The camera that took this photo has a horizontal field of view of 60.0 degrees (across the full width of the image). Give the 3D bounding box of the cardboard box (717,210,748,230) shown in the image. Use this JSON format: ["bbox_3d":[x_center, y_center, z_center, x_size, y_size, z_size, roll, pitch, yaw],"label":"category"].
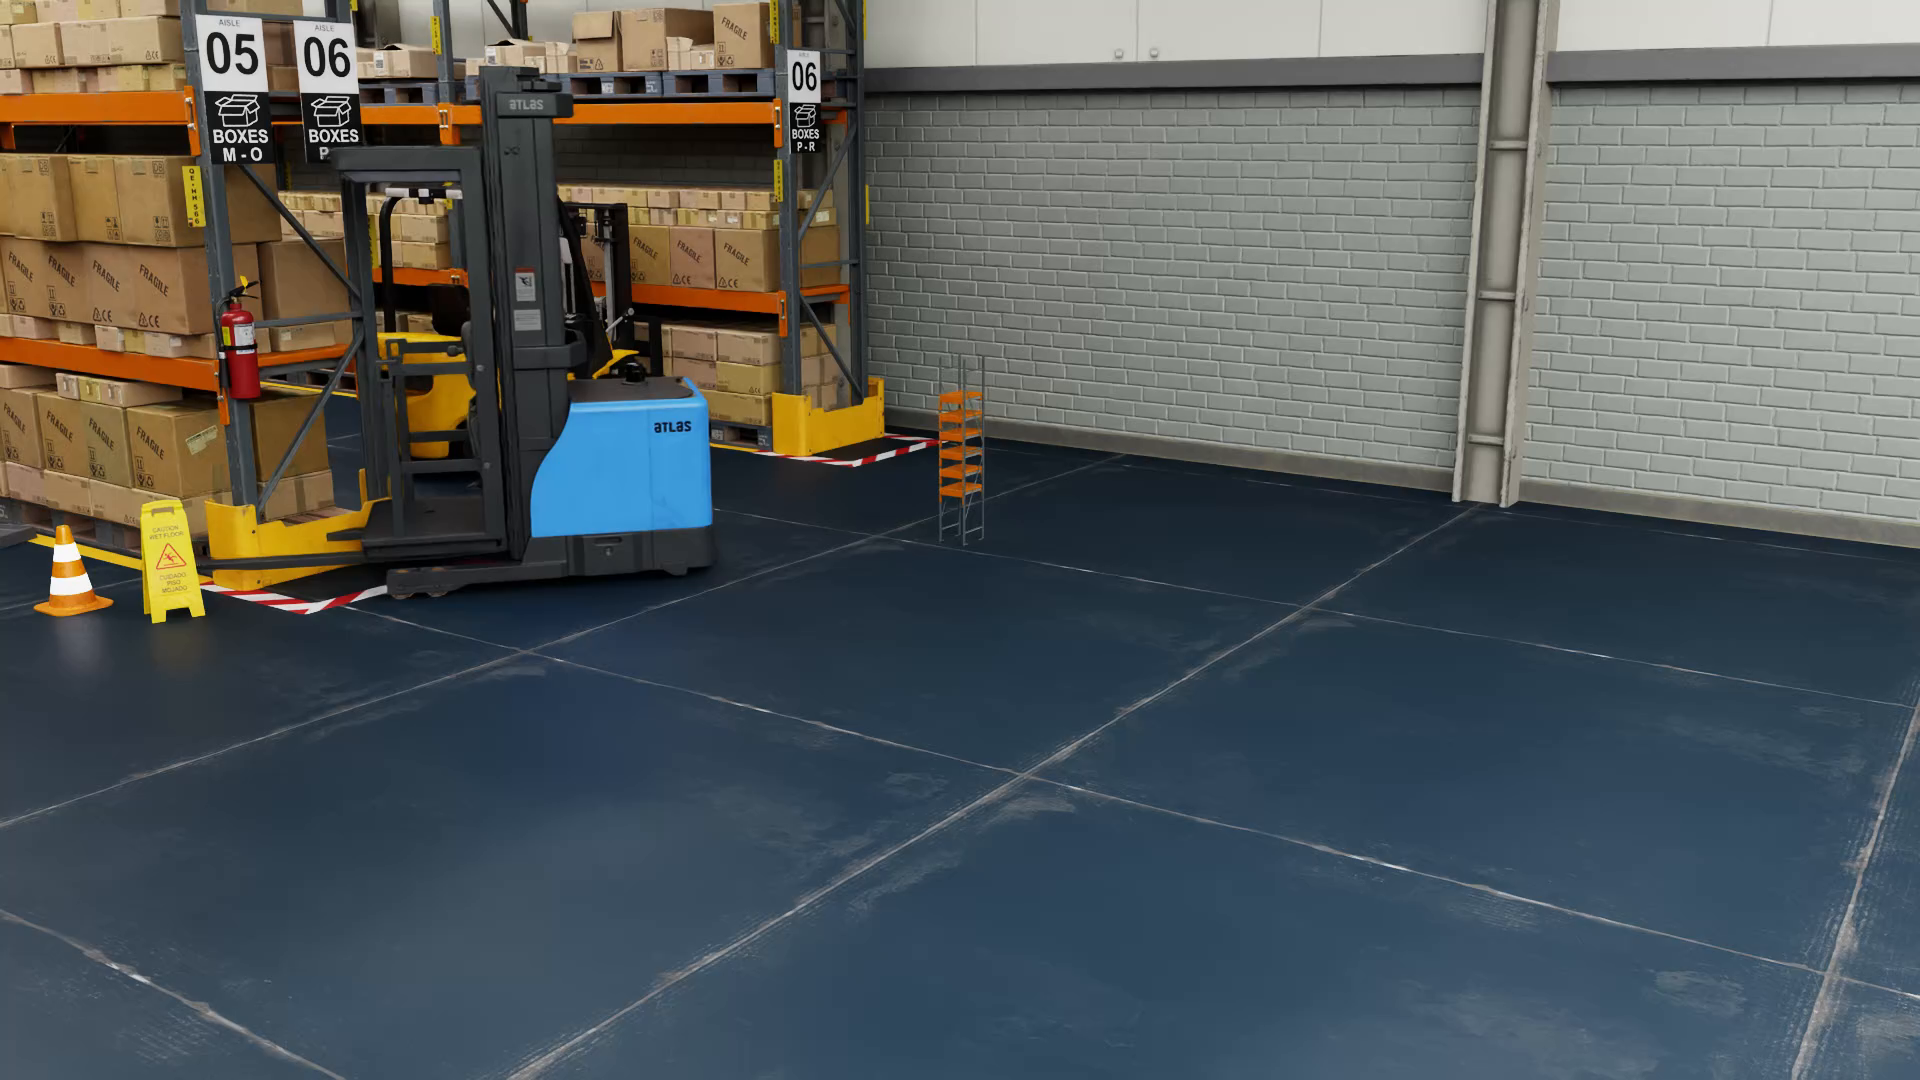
[{"bbox_3d":[-1.793,-2.656,13.751,0.250,0.149,0.380,9,17,34],"label":"cardboard box"}]

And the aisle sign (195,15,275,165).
[{"bbox_3d":[-3.998,-2.479,9.184,0.004,0.787,0.394,9,17,33],"label":"aisle sign"}]

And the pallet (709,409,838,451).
[{"bbox_3d":[-1.778,-1.014,14.479,1.213,0.211,1.003,9,17,33],"label":"pallet"}]

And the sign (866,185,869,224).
[{"bbox_3d":[-0.805,-2.842,14.094,0.005,0.325,0.100,9,17,33],"label":"sign"}]

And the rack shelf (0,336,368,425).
[{"bbox_3d":[-5.547,-1.202,10.934,4.000,0.370,1.077,9,17,33],"label":"rack shelf"}]

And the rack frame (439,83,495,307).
[{"bbox_3d":[-4.439,-2.810,15.931,0.127,3.000,1.000,9,17,33],"label":"rack frame"}]

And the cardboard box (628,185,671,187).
[{"bbox_3d":[-2.768,-3.117,14.993,0.250,0.149,0.380,10,17,34],"label":"cardboard box"}]

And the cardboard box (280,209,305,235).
[{"bbox_3d":[-6.688,-3.267,17.048,0.500,0.250,0.500,9,16,31],"label":"cardboard box"}]

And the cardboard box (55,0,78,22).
[{"bbox_3d":[-5.128,-3.142,9.894,0.250,0.149,0.380,9,17,33],"label":"cardboard box"}]

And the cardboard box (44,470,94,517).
[{"bbox_3d":[-5.571,-0.347,10.831,0.500,0.250,0.500,8,16,31],"label":"cardboard box"}]

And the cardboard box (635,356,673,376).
[{"bbox_3d":[-2.549,-1.522,14.539,0.500,0.250,0.500,9,16,32],"label":"cardboard box"}]

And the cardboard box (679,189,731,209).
[{"bbox_3d":[-2.154,-2.892,14.086,0.250,0.149,0.380,9,17,33],"label":"cardboard box"}]

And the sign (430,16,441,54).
[{"bbox_3d":[-4.734,-4.560,15.028,0.005,0.325,0.100,9,17,33],"label":"sign"}]

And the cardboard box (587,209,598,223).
[{"bbox_3d":[-3.050,-2.867,14.603,0.250,0.149,0.380,9,16,32],"label":"cardboard box"}]

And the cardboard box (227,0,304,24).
[{"bbox_3d":[-4.068,-3.093,9.694,0.250,0.149,0.380,9,17,32],"label":"cardboard box"}]

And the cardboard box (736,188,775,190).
[{"bbox_3d":[-1.705,-2.943,14.293,0.250,0.149,0.380,10,17,34],"label":"cardboard box"}]

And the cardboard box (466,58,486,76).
[{"bbox_3d":[-4.236,-4.275,15.050,0.250,0.149,0.380,10,17,34],"label":"cardboard box"}]

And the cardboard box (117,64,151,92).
[{"bbox_3d":[-4.564,-2.636,9.510,0.250,0.149,0.380,9,17,33],"label":"cardboard box"}]

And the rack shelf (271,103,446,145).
[{"bbox_3d":[-6.099,-4.185,16.740,4.000,0.370,1.077,9,17,33],"label":"rack shelf"}]

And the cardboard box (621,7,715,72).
[{"bbox_3d":[-2.418,-4.198,14.008,0.500,0.500,0.700,9,17,33],"label":"cardboard box"}]

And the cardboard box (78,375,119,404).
[{"bbox_3d":[-5.247,-0.957,10.383,0.250,0.149,0.380,10,17,34],"label":"cardboard box"}]

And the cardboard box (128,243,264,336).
[{"bbox_3d":[-4.491,-1.494,9.788,0.500,0.500,0.500,9,16,32],"label":"cardboard box"}]

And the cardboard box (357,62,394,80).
[{"bbox_3d":[-5.521,-4.483,15.889,0.250,0.149,0.380,9,17,33],"label":"cardboard box"}]

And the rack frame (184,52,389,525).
[{"bbox_3d":[-3.887,-1.283,9.764,0.127,3.000,1.000,9,17,33],"label":"rack frame"}]

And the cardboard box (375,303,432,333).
[{"bbox_3d":[-5.518,-2.034,16.866,0.625,0.625,0.875,9,17,32],"label":"cardboard box"}]

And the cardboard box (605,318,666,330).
[{"bbox_3d":[-2.944,-1.830,14.740,0.500,0.250,0.500,9,16,32],"label":"cardboard box"}]

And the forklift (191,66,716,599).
[{"bbox_3d":[-3.039,-1.226,9.678,3.031,2.935,1.130,-4,14,-15],"label":"forklift"}]

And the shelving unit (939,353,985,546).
[{"bbox_3d":[0.012,-0.580,10.671,0.189,1.200,0.258,9,17,33],"label":"shelving unit"}]

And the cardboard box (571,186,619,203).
[{"bbox_3d":[-3.227,-3.059,14.759,0.250,0.149,0.380,9,17,33],"label":"cardboard box"}]

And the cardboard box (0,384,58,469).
[{"bbox_3d":[-5.988,-0.780,11.021,0.500,0.500,0.500,10,17,36],"label":"cardboard box"}]

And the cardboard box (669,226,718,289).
[{"bbox_3d":[-2.100,-2.407,14.095,0.500,0.500,0.500,10,17,35],"label":"cardboard box"}]

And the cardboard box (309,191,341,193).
[{"bbox_3d":[-6.673,-3.627,17.677,0.250,0.149,0.380,9,16,32],"label":"cardboard box"}]

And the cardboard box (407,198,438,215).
[{"bbox_3d":[-5.071,-3.206,15.972,0.250,0.149,0.380,9,16,32],"label":"cardboard box"}]

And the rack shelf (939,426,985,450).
[{"bbox_3d":[0.012,-0.654,10.653,0.180,0.103,0.258,9,17,33],"label":"rack shelf"}]

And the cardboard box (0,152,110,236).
[{"bbox_3d":[-5.666,-2.198,10.552,0.500,0.500,0.700,9,17,32],"label":"cardboard box"}]

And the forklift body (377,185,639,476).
[{"bbox_3d":[-3.712,-1.752,13.424,1.214,2.155,2.313,9,17,33],"label":"forklift body"}]

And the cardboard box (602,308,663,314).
[{"bbox_3d":[-3.082,-2.001,15.433,0.500,0.250,0.500,9,17,33],"label":"cardboard box"}]

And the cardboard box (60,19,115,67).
[{"bbox_3d":[-4.872,-2.896,9.730,0.500,0.250,0.500,9,16,32],"label":"cardboard box"}]

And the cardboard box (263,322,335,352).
[{"bbox_3d":[-4.054,-1.248,10.145,0.250,0.149,0.380,9,17,33],"label":"cardboard box"}]

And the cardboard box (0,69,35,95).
[{"bbox_3d":[-5.639,-2.806,10.198,0.250,0.149,0.380,9,16,32],"label":"cardboard box"}]

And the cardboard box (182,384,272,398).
[{"bbox_3d":[-4.859,-0.752,10.905,0.500,0.500,0.500,8,16,31],"label":"cardboard box"}]

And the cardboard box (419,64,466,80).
[{"bbox_3d":[-5.034,-4.549,16.156,0.250,0.149,0.380,9,17,33],"label":"cardboard box"}]

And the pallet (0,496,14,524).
[{"bbox_3d":[-6.629,-0.383,11.930,1.213,0.211,1.003,9,17,33],"label":"pallet"}]

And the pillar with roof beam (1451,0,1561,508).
[{"bbox_3d":[1.381,-3.795,7.428,0.400,9.000,9.100,9,17,33],"label":"pillar with roof beam"}]

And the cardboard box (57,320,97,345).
[{"bbox_3d":[-5.417,-1.326,10.461,0.250,0.149,0.380,9,17,32],"label":"cardboard box"}]

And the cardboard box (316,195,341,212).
[{"bbox_3d":[-6.187,-3.360,16.597,0.250,0.149,0.380,9,16,31],"label":"cardboard box"}]
